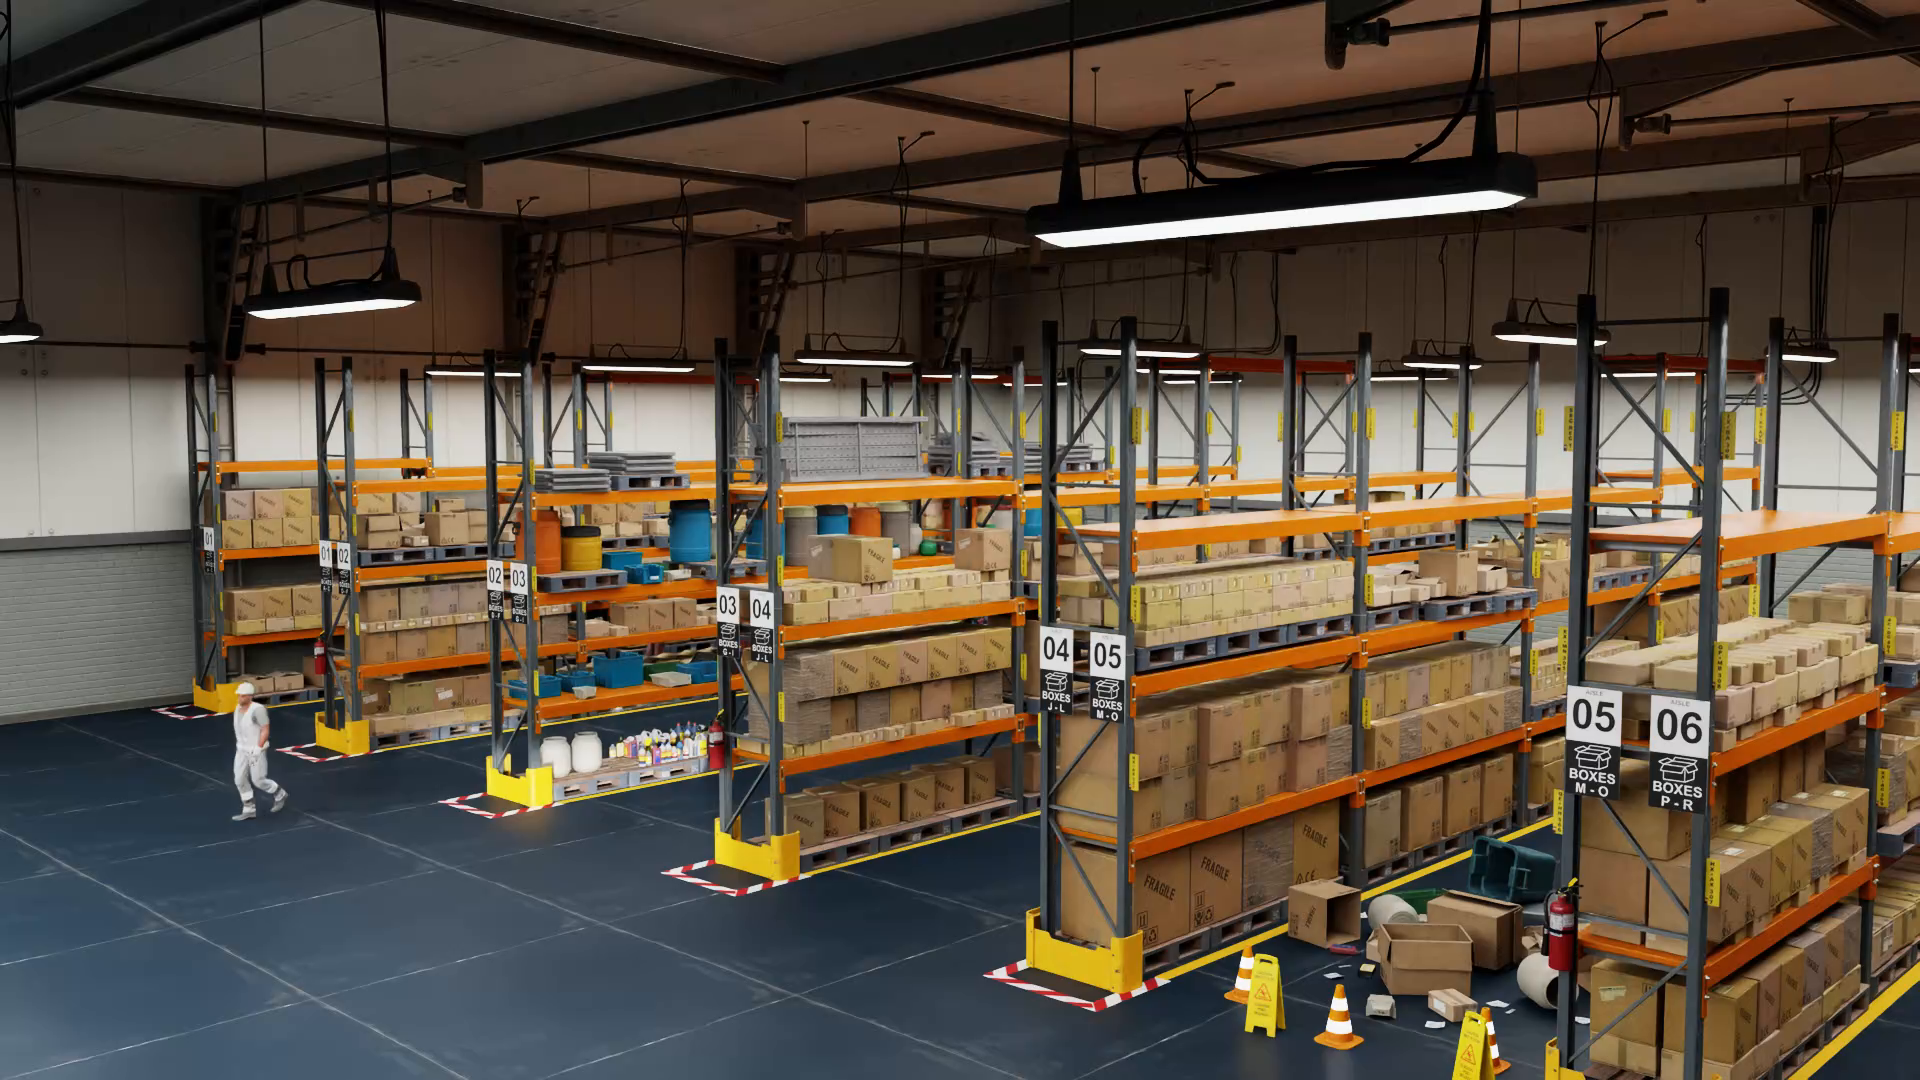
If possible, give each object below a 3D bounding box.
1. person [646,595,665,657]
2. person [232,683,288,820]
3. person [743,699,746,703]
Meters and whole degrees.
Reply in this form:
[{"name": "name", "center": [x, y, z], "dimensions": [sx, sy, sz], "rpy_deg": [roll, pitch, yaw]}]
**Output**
[{"name": "person", "center": [-5.843, 1.875, 32.333], "dimensions": [0.545, 1.657, 0.604], "rpy_deg": [4, 6, 44]}, {"name": "person", "center": [-8.975, 2.667, 21.211], "dimensions": [0.603, 1.768, 0.678], "rpy_deg": [2, 5, 23]}, {"name": "person", "center": [-3.321, 2.082, 28.021], "dimensions": [0.405, 1.354, 0.972], "rpy_deg": [3, 5, 36]}]
